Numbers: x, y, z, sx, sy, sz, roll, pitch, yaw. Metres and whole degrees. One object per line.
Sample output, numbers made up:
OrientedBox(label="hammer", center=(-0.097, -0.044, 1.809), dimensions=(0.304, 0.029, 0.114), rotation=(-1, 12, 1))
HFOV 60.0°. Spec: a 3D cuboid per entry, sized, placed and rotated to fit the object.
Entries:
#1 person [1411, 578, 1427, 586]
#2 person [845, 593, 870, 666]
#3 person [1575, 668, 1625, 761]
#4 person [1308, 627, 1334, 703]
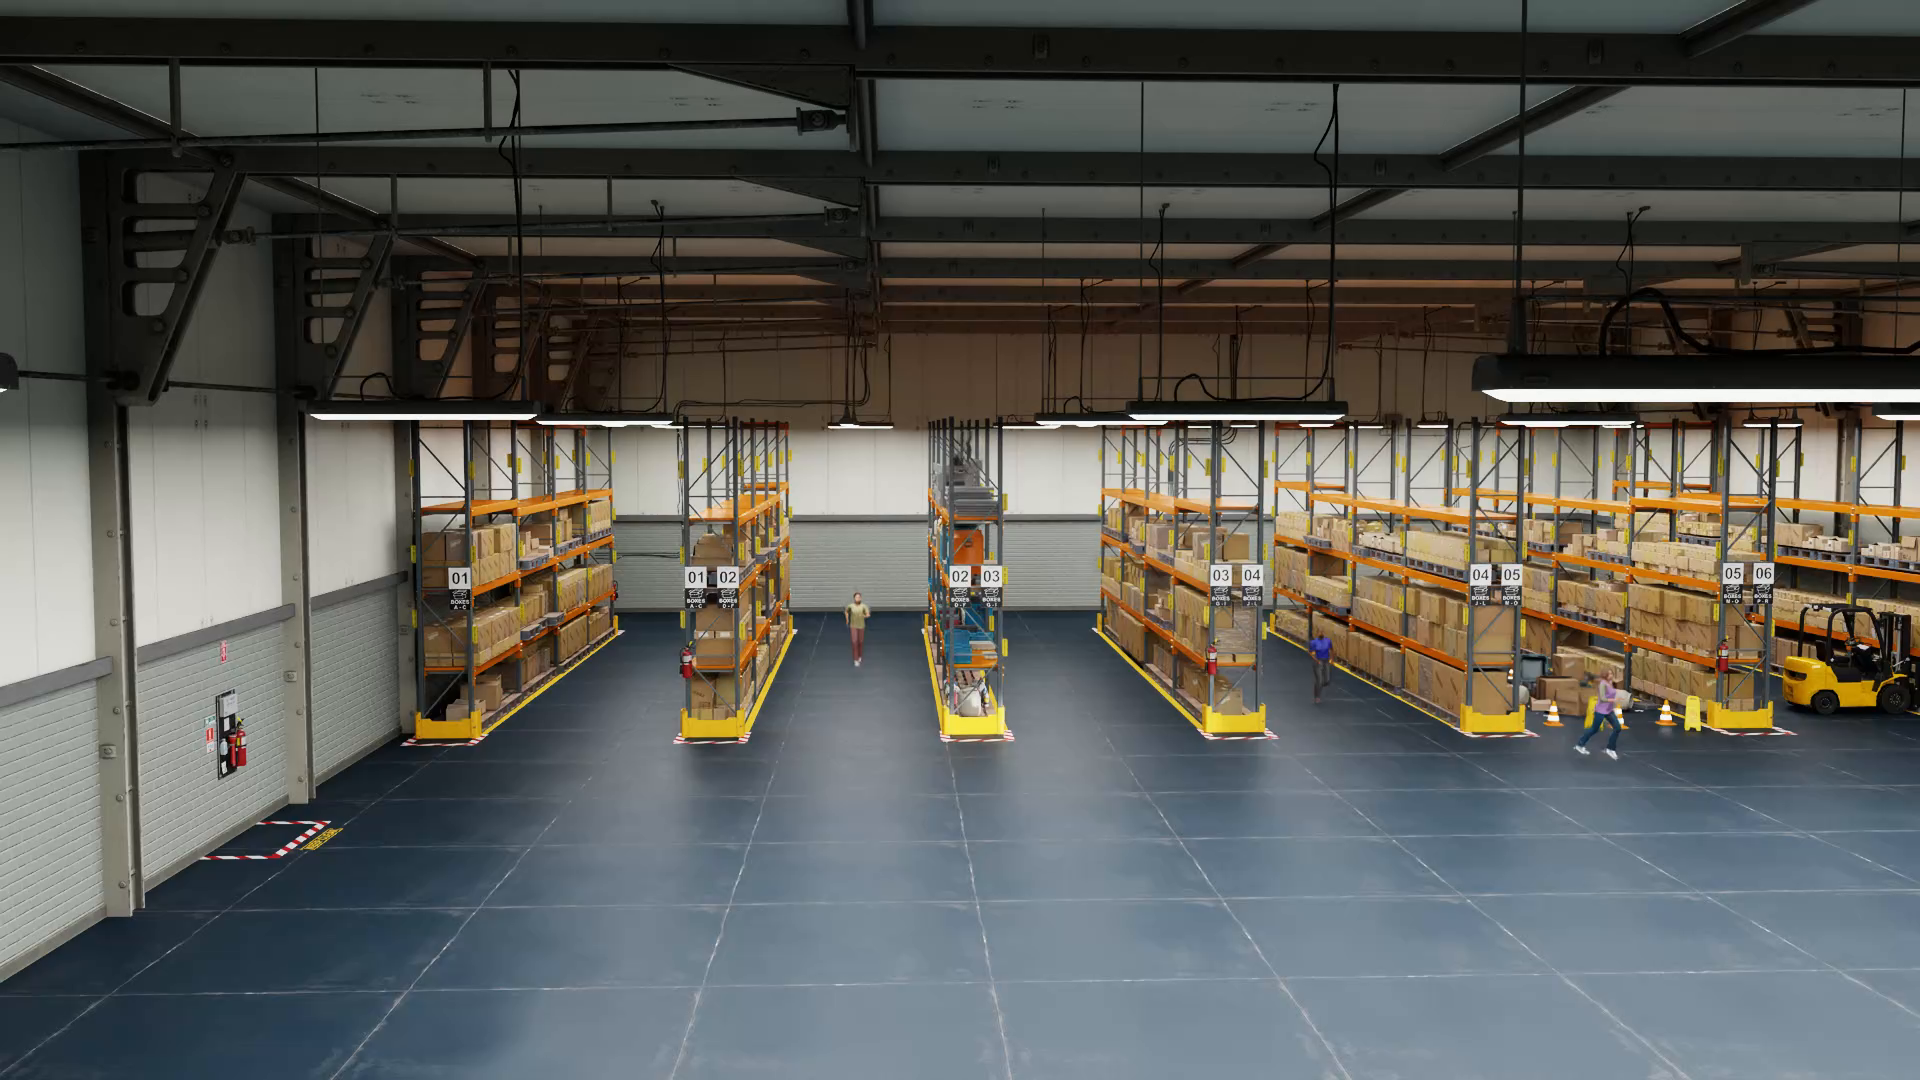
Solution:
OrientedBox(label="person", center=(13.582, 1.676, 49.348), dimensions=(0.944, 1.675, 0.628), rotation=(0, 4, 1))
OrientedBox(label="person", center=(-2.371, 2.073, 38.670), dimensions=(0.570, 1.697, 0.885), rotation=(-1, 4, -8))
OrientedBox(label="person", center=(11.229, 3.029, 29.063), dimensions=(0.546, 1.626, 0.837), rotation=(-3, 5, -43))
OrientedBox(label="person", center=(7.643, 2.636, 35.119), dimensions=(0.597, 1.617, 0.605), rotation=(0, 4, -7))
